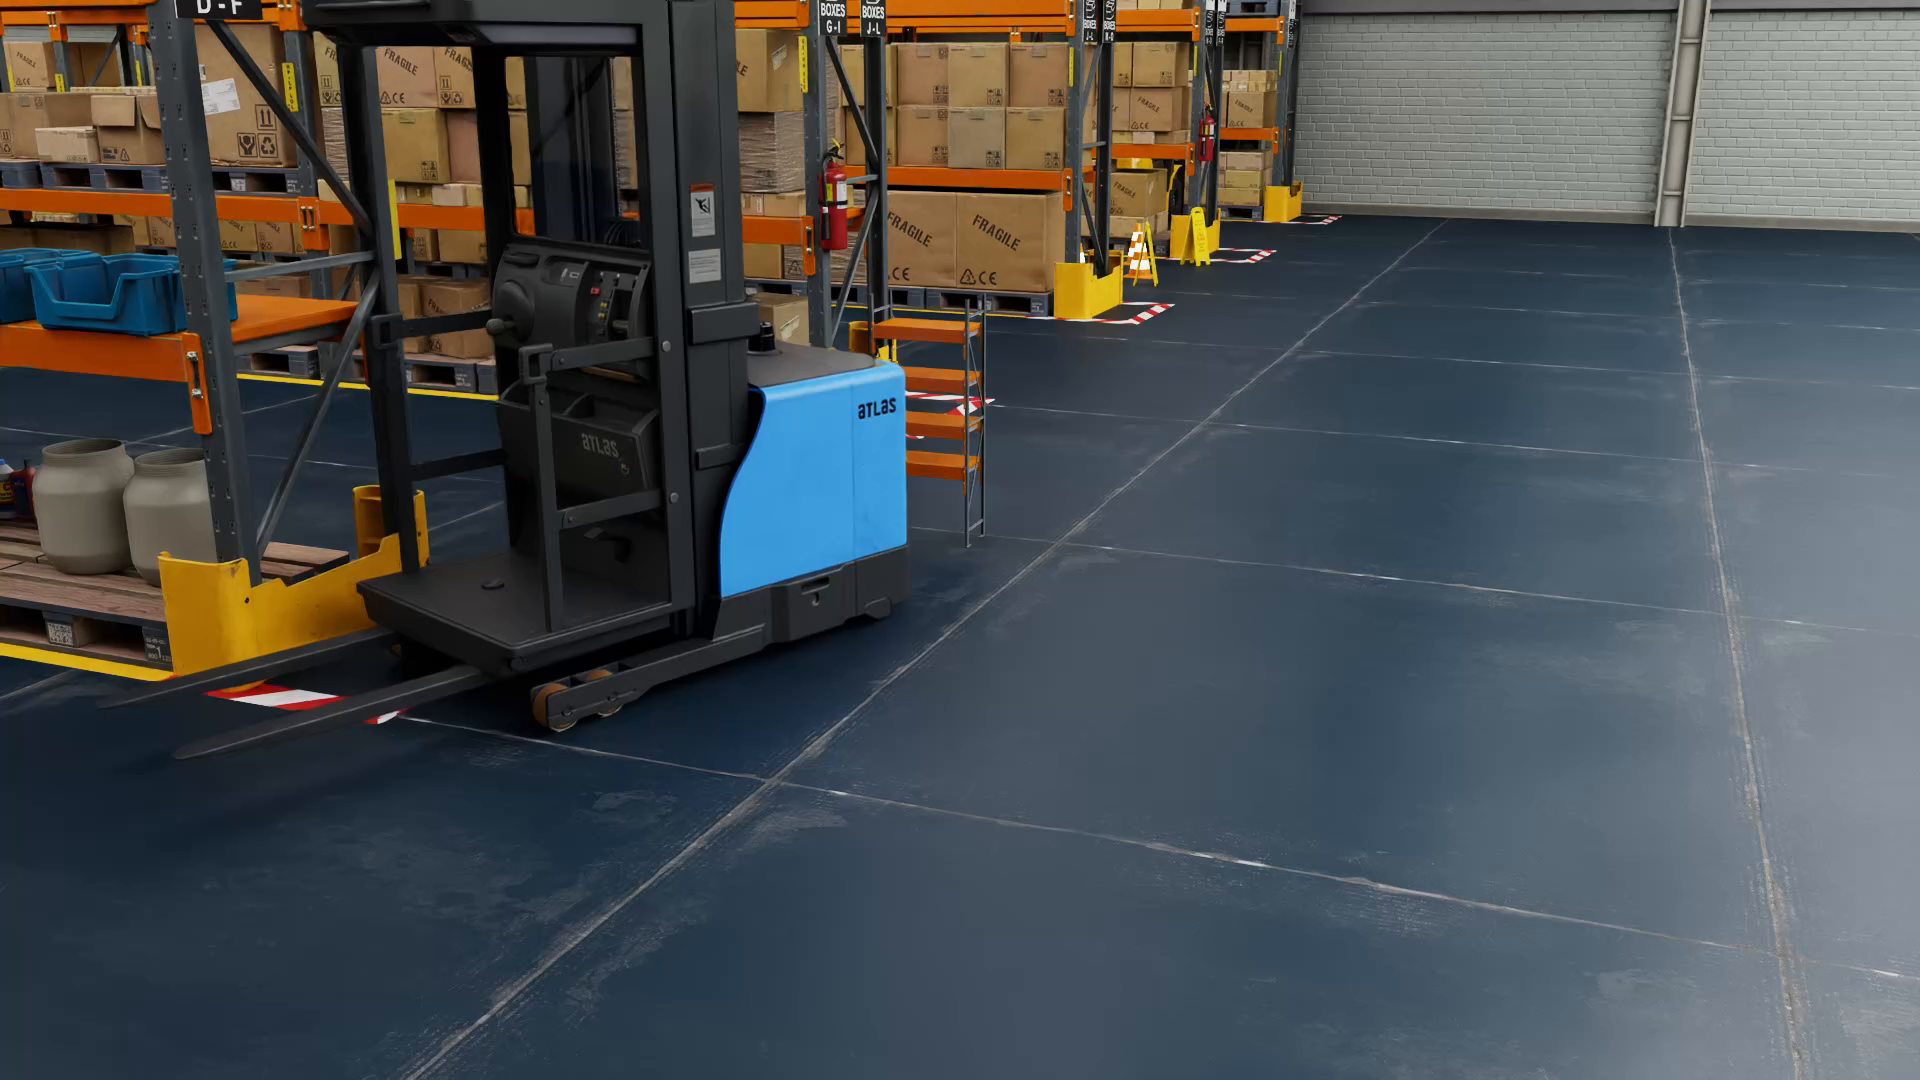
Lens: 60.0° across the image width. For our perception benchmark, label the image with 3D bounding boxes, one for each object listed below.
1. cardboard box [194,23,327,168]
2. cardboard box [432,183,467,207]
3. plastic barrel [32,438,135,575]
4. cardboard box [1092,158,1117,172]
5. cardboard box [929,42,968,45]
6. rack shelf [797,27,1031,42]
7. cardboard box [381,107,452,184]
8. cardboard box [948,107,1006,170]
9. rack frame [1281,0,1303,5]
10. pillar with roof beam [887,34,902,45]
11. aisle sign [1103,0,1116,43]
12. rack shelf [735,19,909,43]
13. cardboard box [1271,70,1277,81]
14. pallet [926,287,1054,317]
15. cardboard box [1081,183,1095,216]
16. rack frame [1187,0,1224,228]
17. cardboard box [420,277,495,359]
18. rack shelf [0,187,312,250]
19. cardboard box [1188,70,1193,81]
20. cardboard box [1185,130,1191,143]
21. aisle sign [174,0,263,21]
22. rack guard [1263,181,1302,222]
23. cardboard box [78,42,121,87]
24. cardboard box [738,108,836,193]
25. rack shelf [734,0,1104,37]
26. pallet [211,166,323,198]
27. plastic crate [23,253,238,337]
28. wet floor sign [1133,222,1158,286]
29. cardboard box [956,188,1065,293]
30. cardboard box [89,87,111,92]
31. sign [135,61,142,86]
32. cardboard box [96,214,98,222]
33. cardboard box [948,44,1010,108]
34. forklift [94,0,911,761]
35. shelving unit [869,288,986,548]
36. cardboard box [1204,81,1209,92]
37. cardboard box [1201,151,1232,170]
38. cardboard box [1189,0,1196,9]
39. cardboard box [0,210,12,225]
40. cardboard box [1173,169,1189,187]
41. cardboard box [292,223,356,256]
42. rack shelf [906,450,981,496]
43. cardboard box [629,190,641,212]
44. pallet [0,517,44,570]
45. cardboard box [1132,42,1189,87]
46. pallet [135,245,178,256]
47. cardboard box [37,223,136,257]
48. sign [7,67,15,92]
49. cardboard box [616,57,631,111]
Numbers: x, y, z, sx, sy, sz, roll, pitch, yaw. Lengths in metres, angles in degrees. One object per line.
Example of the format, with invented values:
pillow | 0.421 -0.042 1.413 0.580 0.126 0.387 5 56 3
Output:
cardboard box | -5.138 -3.339 12.466 1.000 1.000 1.000 6 17 21
cardboard box | -3.436 -2.404 11.526 0.250 0.149 0.380 6 17 21
plastic barrel | -3.653 -0.144 6.998 0.421 0.512 0.421 0 16 0
cardboard box | 1.700 -4.480 19.896 0.250 0.149 0.380 7 18 22
cardboard box | -0.017 -5.814 20.314 0.500 0.500 0.700 6 17 21
rack shelf | -0.856 -7.889 25.879 4.000 0.370 1.077 6 17 21
cardboard box | -3.602 -2.800 11.726 0.500 0.500 0.875 6 17 21
cardboard box | 0.304 -3.747 15.433 0.550 0.550 0.875 6 17 21
rack frame | 4.725 -9.062 23.246 0.127 3.000 1.000 6 17 21
pillar with roof beam | -2.753 -8.864 22.565 0.400 9.000 9.100 6 17 21
aisle sign | 1.361 -4.918 15.070 0.004 0.787 0.394 6 17 21
rack shelf | -2.674 -6.602 21.443 4.000 0.370 1.077 6 17 21
cardboard box | 4.491 -6.773 24.246 0.250 0.149 0.380 6 17 20
pallet | 0.413 -2.321 15.790 1.213 0.211 1.003 6 17 21
cardboard box | 1.580 -4.201 20.098 0.500 0.500 0.500 7 18 23
rack frame | 2.907 -4.893 19.647 0.127 3.000 1.000 6 17 21
cardboard box | -3.557 -1.625 12.122 0.500 0.500 0.500 13 21 38
rack shelf | -6.310 -2.591 13.008 4.000 0.370 1.077 6 17 21
cardboard box | 3.333 -6.744 24.149 0.250 0.149 0.380 7 18 22
cardboard box | 2.667 -4.861 19.987 0.250 0.149 0.380 6 17 21
aisle sign | -2.588 -2.202 5.716 0.004 0.787 0.394 6 17 21
rack guard | 4.747 -4.978 24.423 0.348 0.500 1.175 6 17 21
cardboard box | -10.308 -5.607 19.600 0.500 0.500 0.500 7 17 22
cardboard box | -1.230 -2.577 10.957 0.500 0.500 0.875 6 17 21
rack shelf | -0.675 -4.898 15.576 4.000 0.370 1.077 6 17 21
pallet | -5.107 -2.756 12.629 1.213 0.211 1.003 6 17 21
plastic crate | -3.122 -0.940 6.299 0.616 0.251 0.499 6 17 21
wet floor sign | 1.939 -2.979 17.276 0.232 0.644 0.267 3 17 11
cardboard box | 0.530 -2.832 15.607 0.875 0.875 0.875 6 17 21
cardboard box | -9.519 -5.006 18.669 0.250 0.149 0.380 7 18 22
sign | -9.778 -5.527 19.753 0.005 0.325 0.100 6 17 21
cardboard box | -10.466 -3.924 20.138 0.250 0.149 0.380 6 17 21
cardboard box | 0.309 -4.270 15.295 0.550 0.550 0.875 6 17 21
forklift | -1.586 -0.894 5.996 1.130 2.935 3.031 15 22 41
shelving unit | -0.154 -0.593 8.065 0.503 1.200 0.258 6 17 21
cardboard box | 3.606 -6.592 24.157 0.250 0.149 0.380 6 17 20
cardboard box | 3.705 -5.559 24.327 0.500 0.250 0.500 7 17 22
cardboard box | 2.718 -6.331 19.671 0.250 0.149 0.380 6 17 21
cardboard box | -8.805 -2.398 14.112 0.875 0.875 1.225 5 17 18
cardboard box | 3.207 -5.372 24.580 0.500 0.250 0.500 6 17 19
cardboard box | -6.965 -3.418 18.297 0.500 0.500 0.500 6 17 20
rack shelf | -0.154 -0.338 8.139 0.480 0.148 0.258 6 17 21
cardboard box | -1.998 -2.281 11.103 0.250 0.149 0.380 6 17 21
pallet | -4.519 0.096 7.465 1.213 0.211 1.003 6 17 21
cardboard box | 2.352 -5.559 19.437 0.500 0.500 0.700 6 17 19
pallet | -9.253 -3.408 19.533 1.213 0.211 1.003 6 17 21
cardboard box | -7.039 -2.400 13.408 0.500 0.250 0.500 8 18 27
sign | -7.981 -3.801 13.951 0.005 0.325 0.100 6 17 21
cardboard box | -2.263 -3.087 10.922 0.500 0.500 0.500 6 17 21
